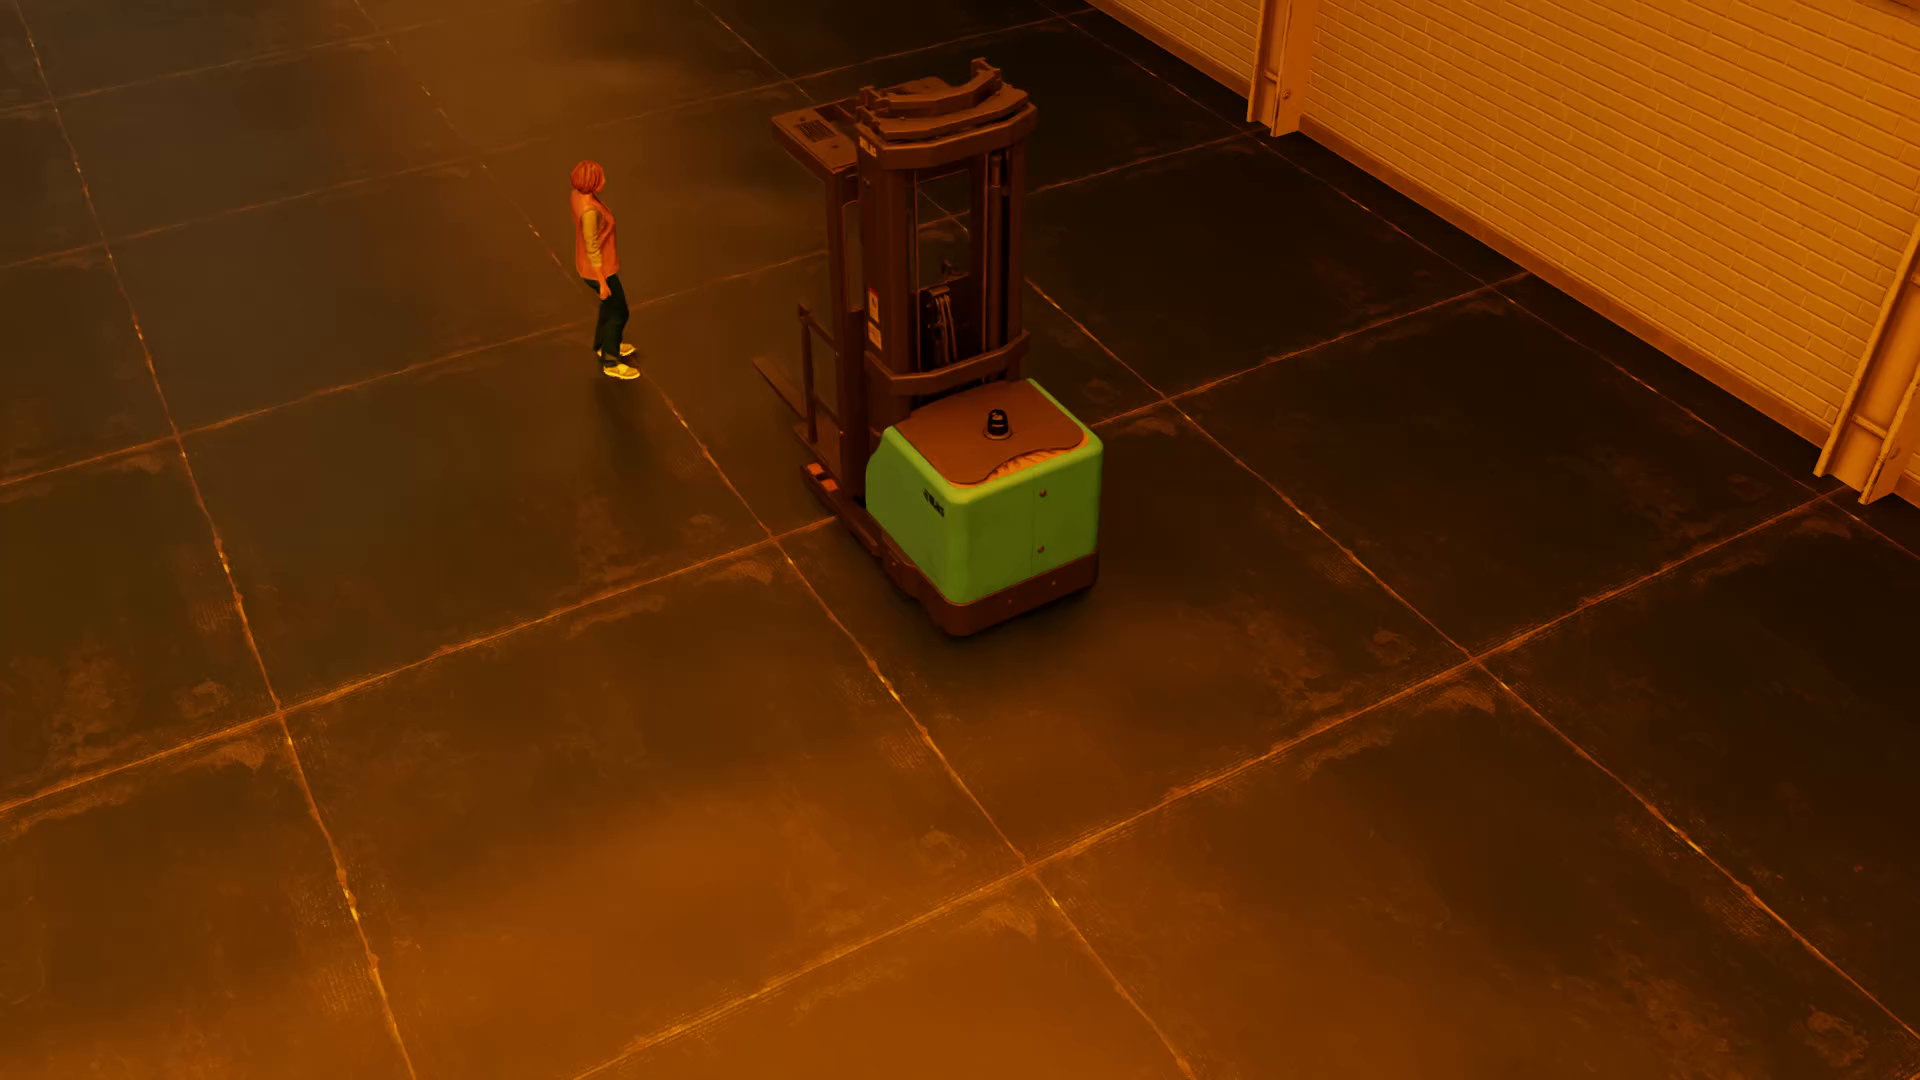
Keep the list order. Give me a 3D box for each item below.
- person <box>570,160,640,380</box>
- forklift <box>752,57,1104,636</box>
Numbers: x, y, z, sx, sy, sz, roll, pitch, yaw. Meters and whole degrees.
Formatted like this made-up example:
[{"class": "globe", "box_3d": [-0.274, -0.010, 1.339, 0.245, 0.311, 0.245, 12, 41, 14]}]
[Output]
[{"class": "person", "box_3d": [-2.451, -1.864, 11.341, 0.323, 1.584, 0.553, -14, 42, -16]}, {"class": "forklift", "box_3d": [-0.368, -1.493, 9.837, 1.130, 2.935, 3.031, -21, 44, -23]}]
